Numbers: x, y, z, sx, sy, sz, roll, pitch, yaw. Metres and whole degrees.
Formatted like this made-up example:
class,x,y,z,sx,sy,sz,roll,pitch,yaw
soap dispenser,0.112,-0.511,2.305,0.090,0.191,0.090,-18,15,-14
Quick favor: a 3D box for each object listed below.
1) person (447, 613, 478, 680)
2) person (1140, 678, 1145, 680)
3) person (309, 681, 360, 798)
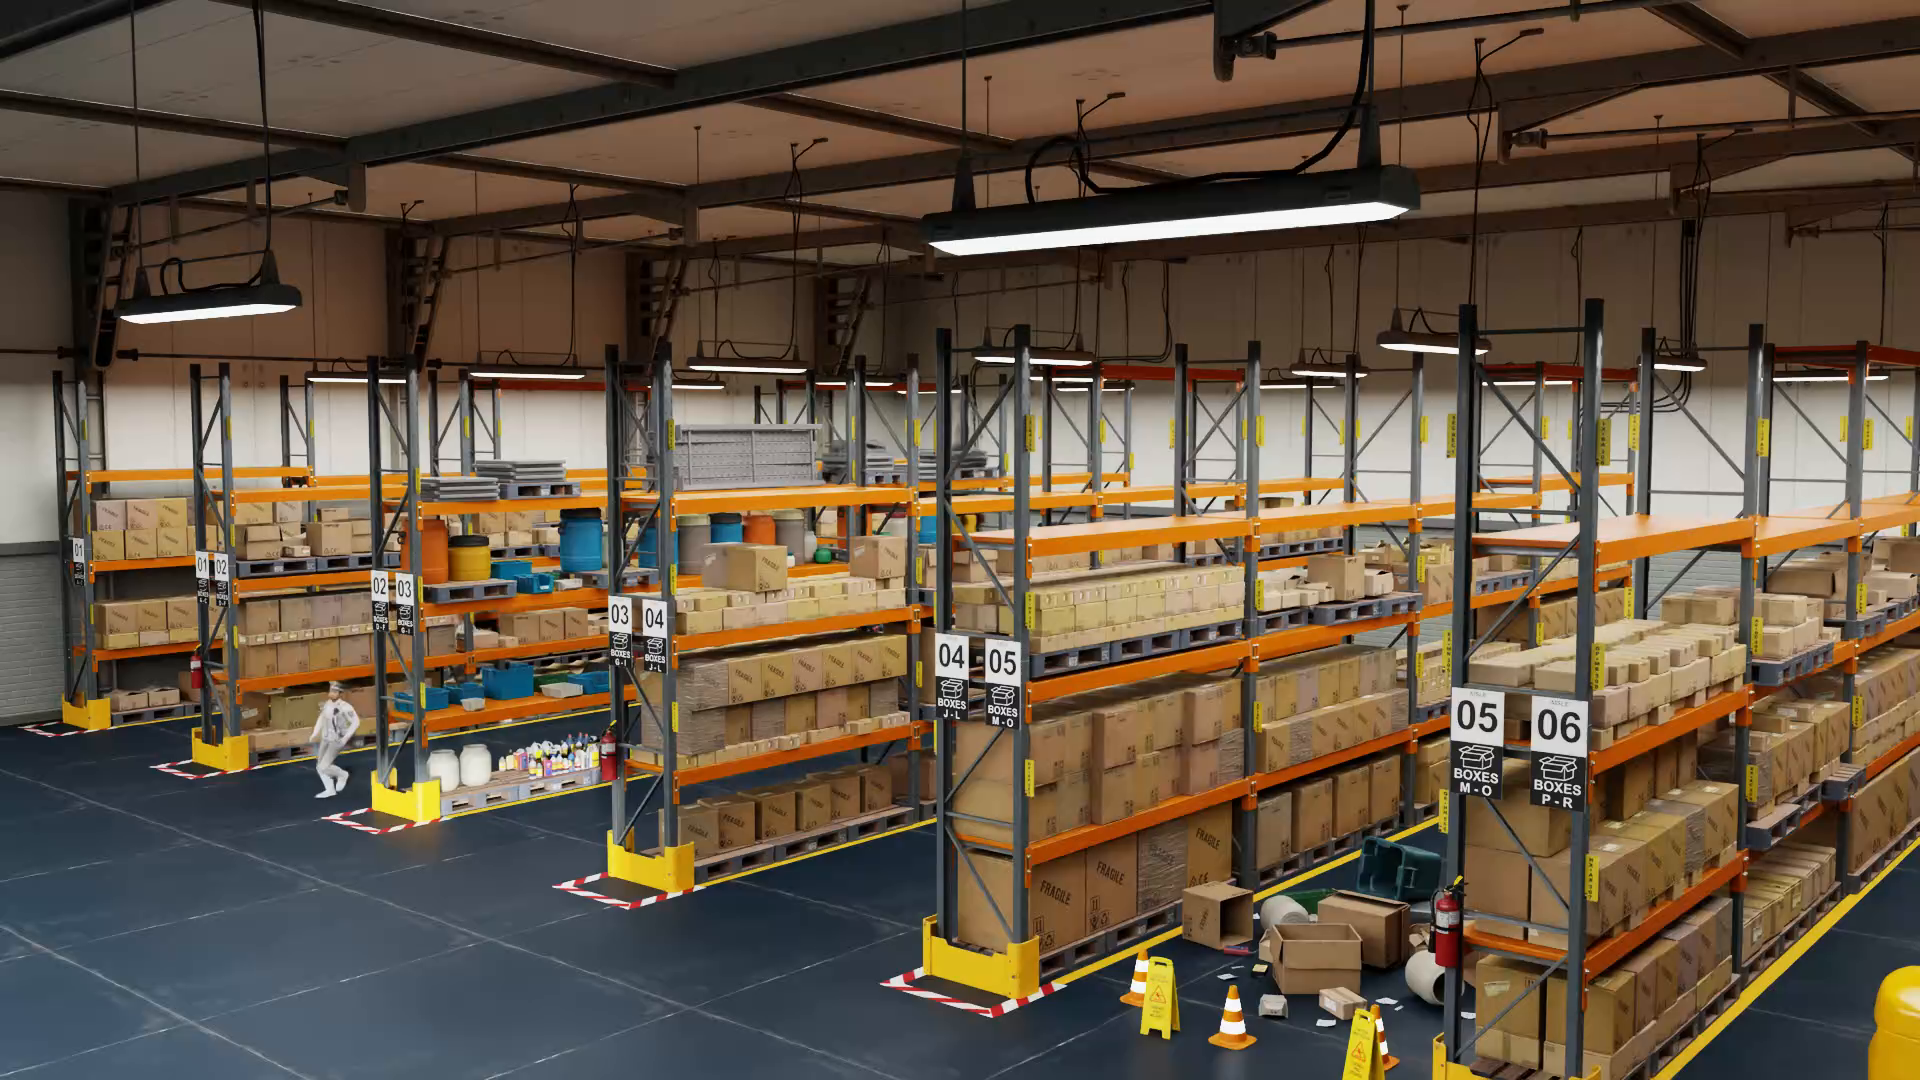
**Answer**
class,x,y,z,sx,sy,sz,roll,pitch,yaw
person,-9.211,2.095,30.533,0.661,1.798,0.707,3,5,35
person,2.684,2.693,23.245,0.532,1.620,0.758,4,5,40
person,-8.527,2.721,22.631,0.670,1.634,0.495,2,5,30
